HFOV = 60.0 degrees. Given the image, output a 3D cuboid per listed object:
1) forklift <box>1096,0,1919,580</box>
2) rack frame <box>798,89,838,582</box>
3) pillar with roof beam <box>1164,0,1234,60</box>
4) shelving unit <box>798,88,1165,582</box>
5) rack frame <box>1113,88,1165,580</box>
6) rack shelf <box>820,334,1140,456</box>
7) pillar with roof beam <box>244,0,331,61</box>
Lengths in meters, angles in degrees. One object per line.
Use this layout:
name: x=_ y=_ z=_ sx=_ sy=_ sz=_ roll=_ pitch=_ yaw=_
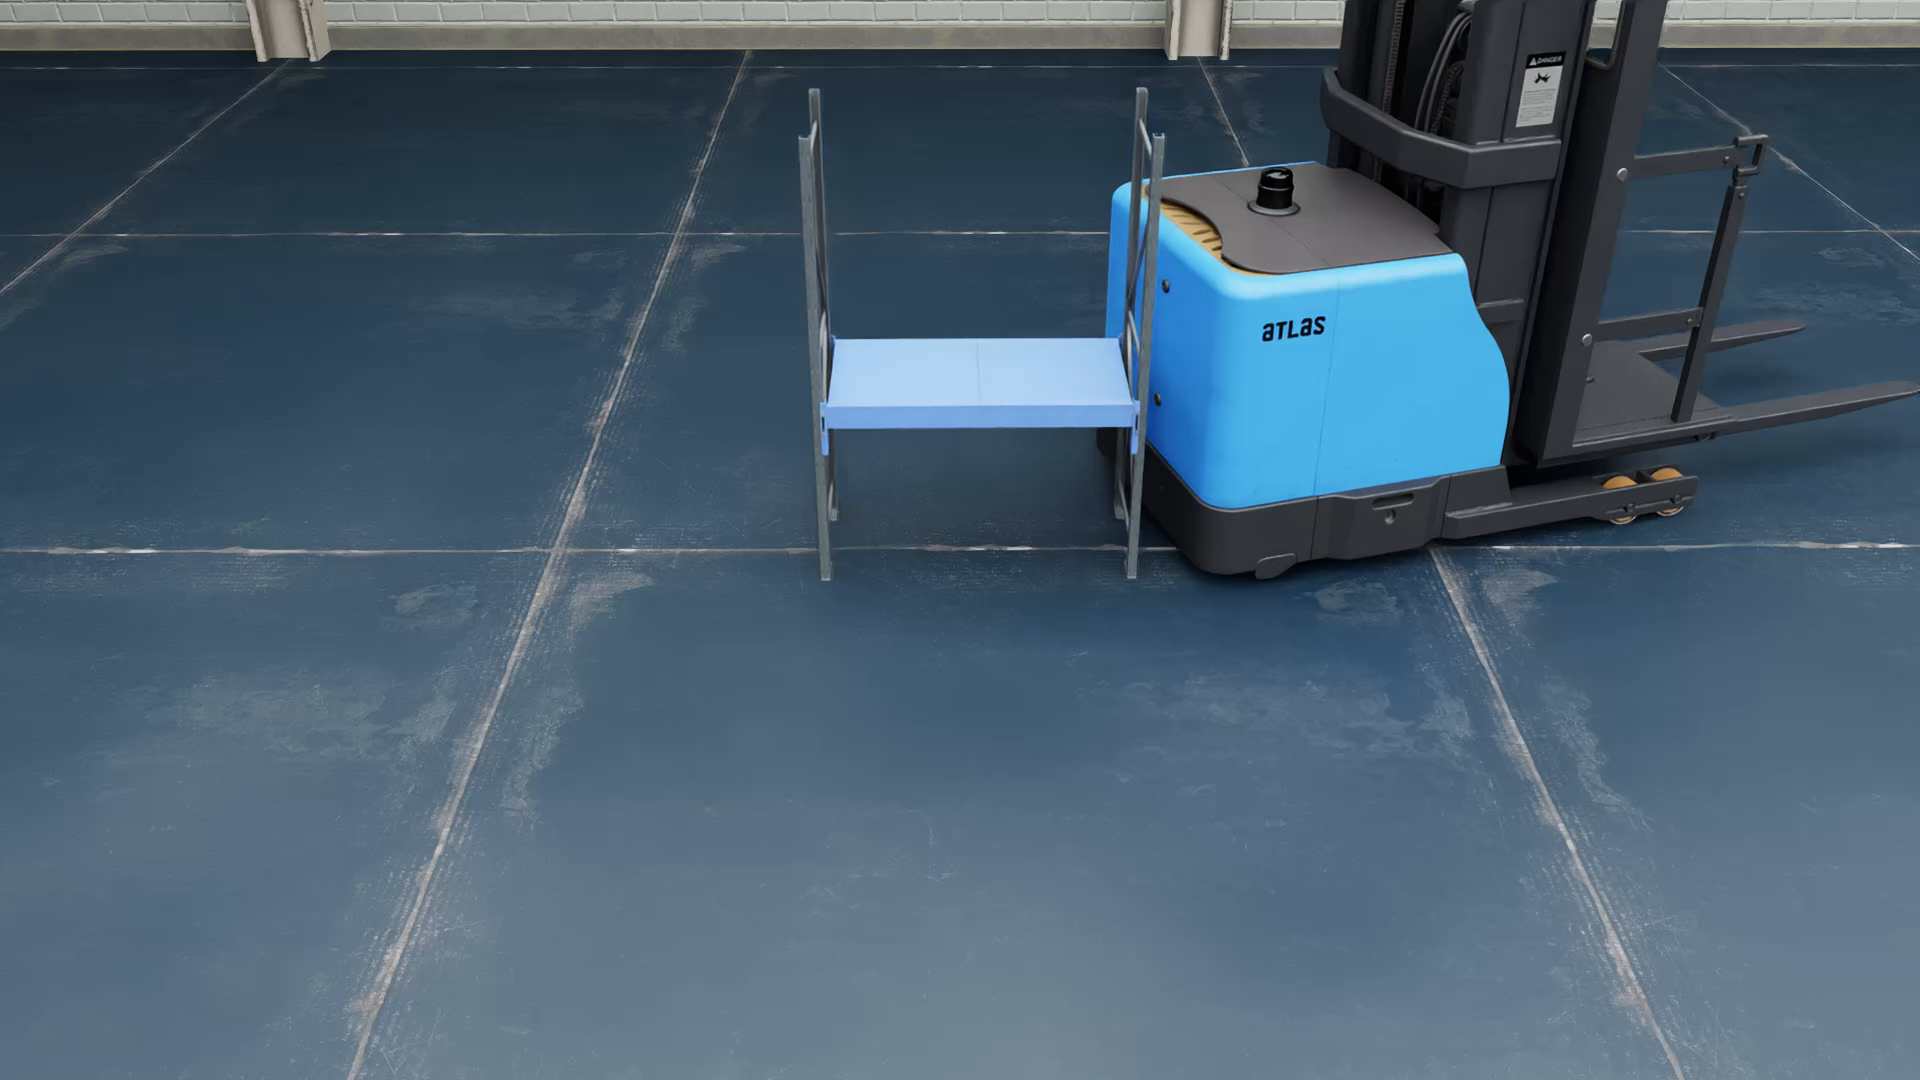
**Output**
forklift: x=2.082 y=-1.559 z=5.495 sx=3.031 sy=2.935 sz=1.130 roll=-9 pitch=32 yaw=-15
rack frame: x=-0.449 y=-0.633 z=5.347 sx=0.032 sy=1.500 sz=0.500 roll=0 pitch=31 yaw=-1
pillar with roof beam: x=1.600 y=-4.864 z=5.091 sx=0.400 sy=9.000 sz=9.100 roll=0 pitch=31 yaw=0
shelving unit: x=0.060 y=-0.636 z=5.352 sx=1.048 sy=1.500 sz=0.538 roll=0 pitch=31 yaw=-1
rack frame: x=0.568 y=-0.639 z=5.357 sx=0.032 sy=1.500 sz=0.500 roll=0 pitch=31 yaw=-1
rack shelf: x=0.060 y=-0.482 z=5.446 sx=1.000 sy=0.185 sz=0.538 roll=0 pitch=31 yaw=-1
pillar with roof beam: x=-4.400 y=-4.845 z=5.060 sx=0.400 sy=9.000 sz=9.100 roll=0 pitch=31 yaw=0
